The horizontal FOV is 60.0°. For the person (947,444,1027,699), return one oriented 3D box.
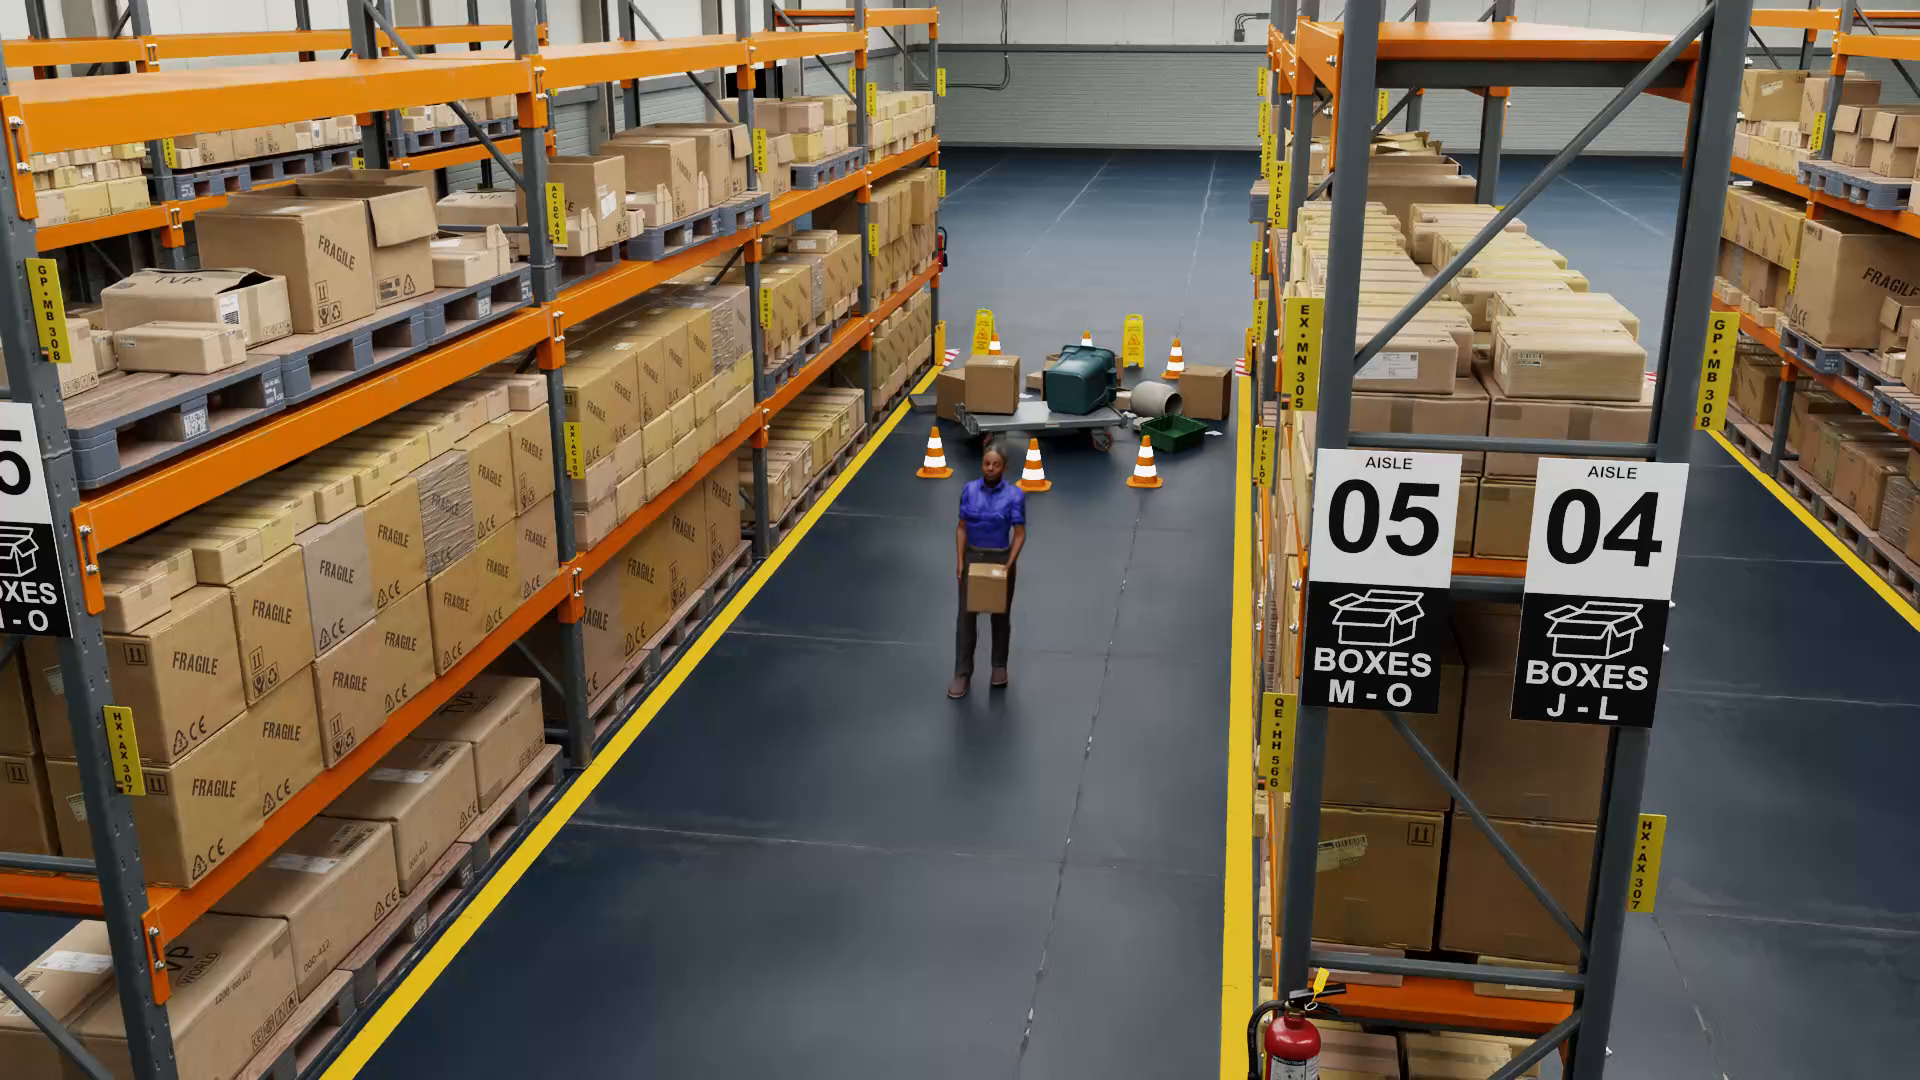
[{"bbox_3d":[0.193,0.197,10.934,0.479,1.652,0.571,4,18,11],"label":"person"}]
